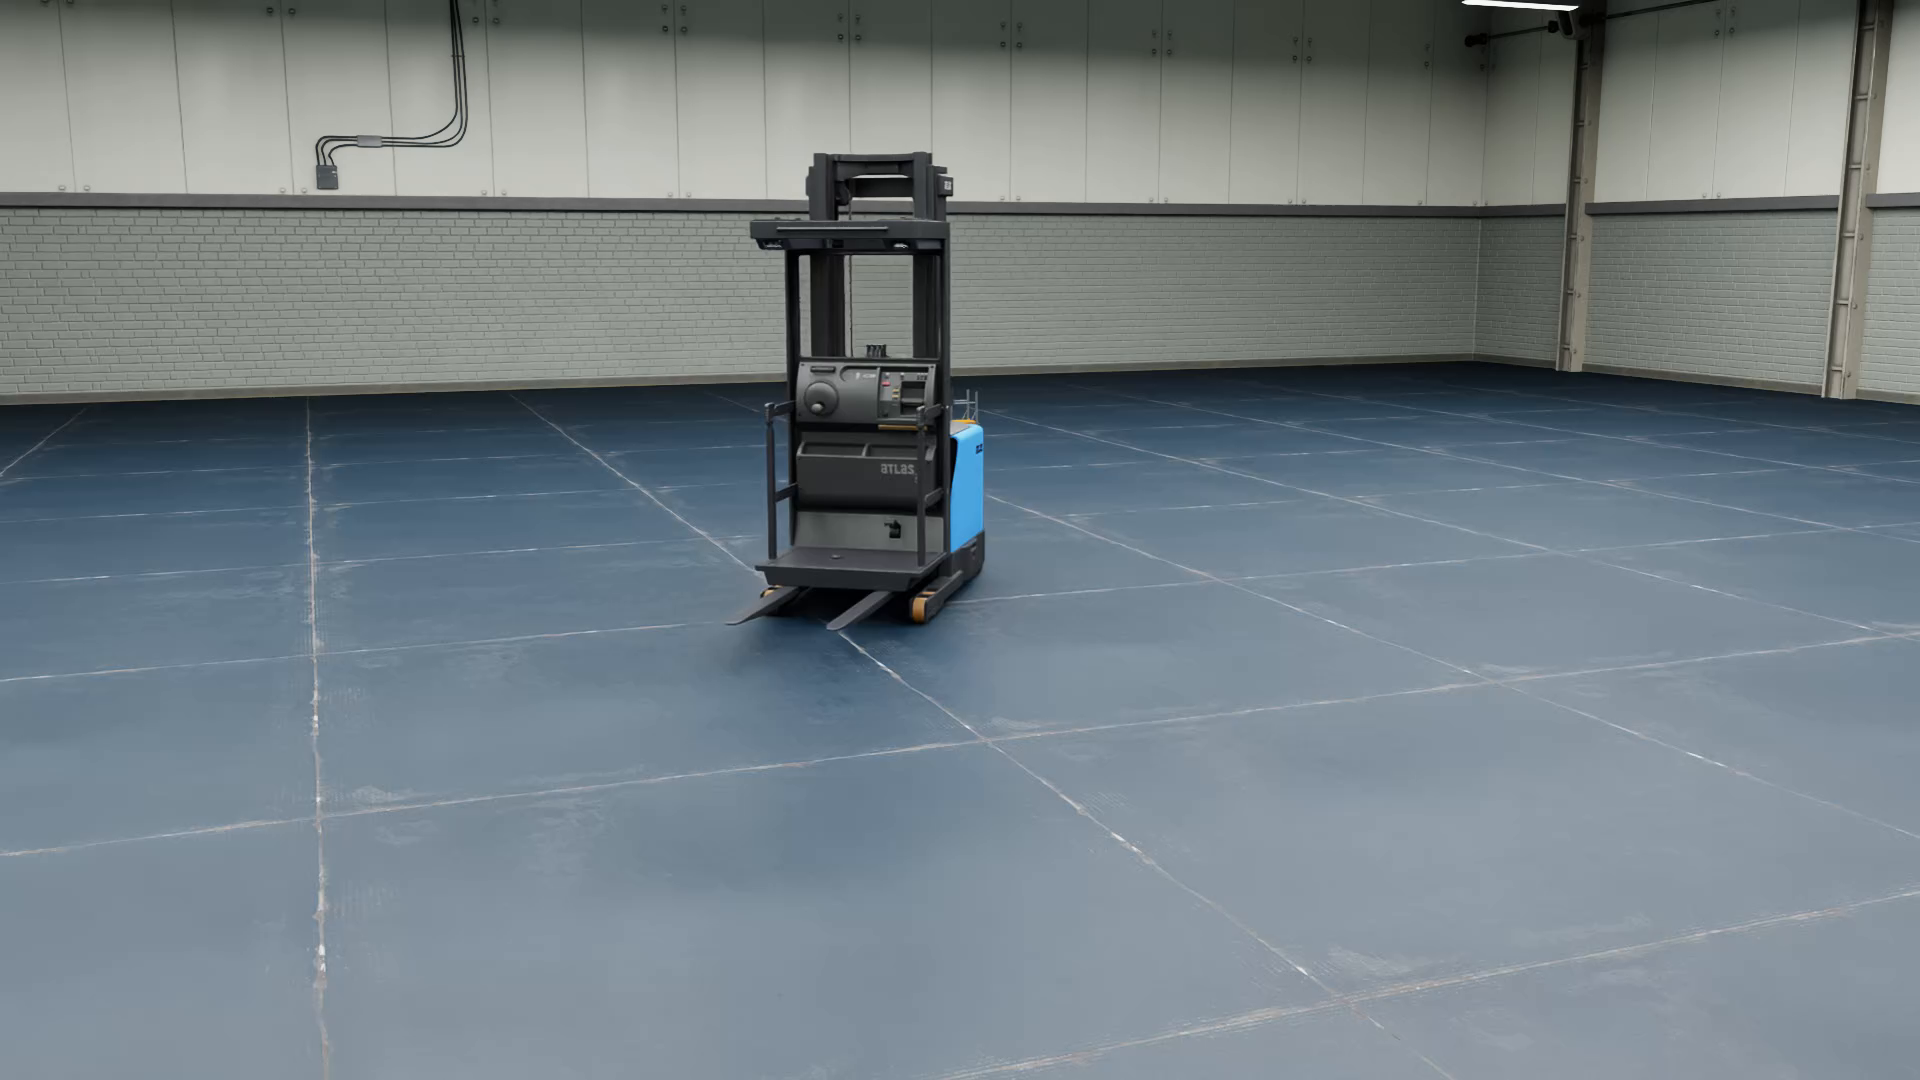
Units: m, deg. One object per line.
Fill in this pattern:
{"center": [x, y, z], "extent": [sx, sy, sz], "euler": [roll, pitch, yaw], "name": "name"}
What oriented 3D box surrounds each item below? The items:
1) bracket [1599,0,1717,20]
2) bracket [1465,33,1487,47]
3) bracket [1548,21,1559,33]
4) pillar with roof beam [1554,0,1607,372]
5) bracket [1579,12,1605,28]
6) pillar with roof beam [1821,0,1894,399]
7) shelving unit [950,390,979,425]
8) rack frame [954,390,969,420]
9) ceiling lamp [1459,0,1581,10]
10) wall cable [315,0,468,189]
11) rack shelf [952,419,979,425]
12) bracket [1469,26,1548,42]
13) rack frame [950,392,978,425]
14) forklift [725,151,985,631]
{"center": [12.240, -8.881, 27.377], "extent": [0.076, 0.066, 4.783], "euler": [-4, 11, -21], "name": "bracket"}
{"center": [10.147, -9.824, 32.677], "extent": [0.235, 0.232, 0.430], "euler": [-4, 11, -21], "name": "bracket"}
{"center": [11.005, -9.437, 30.502], "extent": [0.235, 0.232, 0.430], "euler": [-4, 11, -21], "name": "bracket"}
{"center": [7.474, -7.347, 29.028], "extent": [9.100, 9.000, 0.548], "euler": [-4, 11, -21], "name": "pillar with roof beam"}
{"center": [11.306, -9.302, 29.741], "extent": [0.235, 0.232, 0.430], "euler": [-4, 11, -21], "name": "bracket"}
{"center": [9.649, -6.368, 23.522], "extent": [9.100, 9.000, 0.400], "euler": [-4, 11, -21], "name": "pillar with roof beam"}
{"center": [-0.005, -0.593, 13.328], "extent": [0.258, 1.200, 0.189], "euler": [-4, 11, -21], "name": "shelving unit"}
{"center": [-0.038, -0.608, 13.412], "extent": [0.240, 1.200, 0.006], "euler": [-4, 11, -21], "name": "rack frame"}
{"center": [8.264, -9.548, 24.737], "extent": [2.000, 3.185, 0.800], "euler": [-4, 11, -21], "name": "ceiling lamp"}
{"center": [-8.853, -8.460, 25.575], "extent": [2.305, 6.003, 0.169], "euler": [-4, 11, -21], "name": "wall cable"}
{"center": [-0.005, -0.904, 13.273], "extent": [0.258, 0.103, 0.180], "euler": [-4, 11, -21], "name": "rack shelf"}
{"center": [10.361, -9.728, 32.135], "extent": [0.076, 0.066, 3.189], "euler": [-4, 11, -21], "name": "bracket"}
{"center": [0.028, -0.578, 13.244], "extent": [0.240, 1.200, 0.006], "euler": [-4, 11, -21], "name": "rack frame"}
{"center": [-0.661, -0.993, 10.631], "extent": [1.130, 2.935, 3.031], "euler": [2, 10, 13], "name": "forklift"}
